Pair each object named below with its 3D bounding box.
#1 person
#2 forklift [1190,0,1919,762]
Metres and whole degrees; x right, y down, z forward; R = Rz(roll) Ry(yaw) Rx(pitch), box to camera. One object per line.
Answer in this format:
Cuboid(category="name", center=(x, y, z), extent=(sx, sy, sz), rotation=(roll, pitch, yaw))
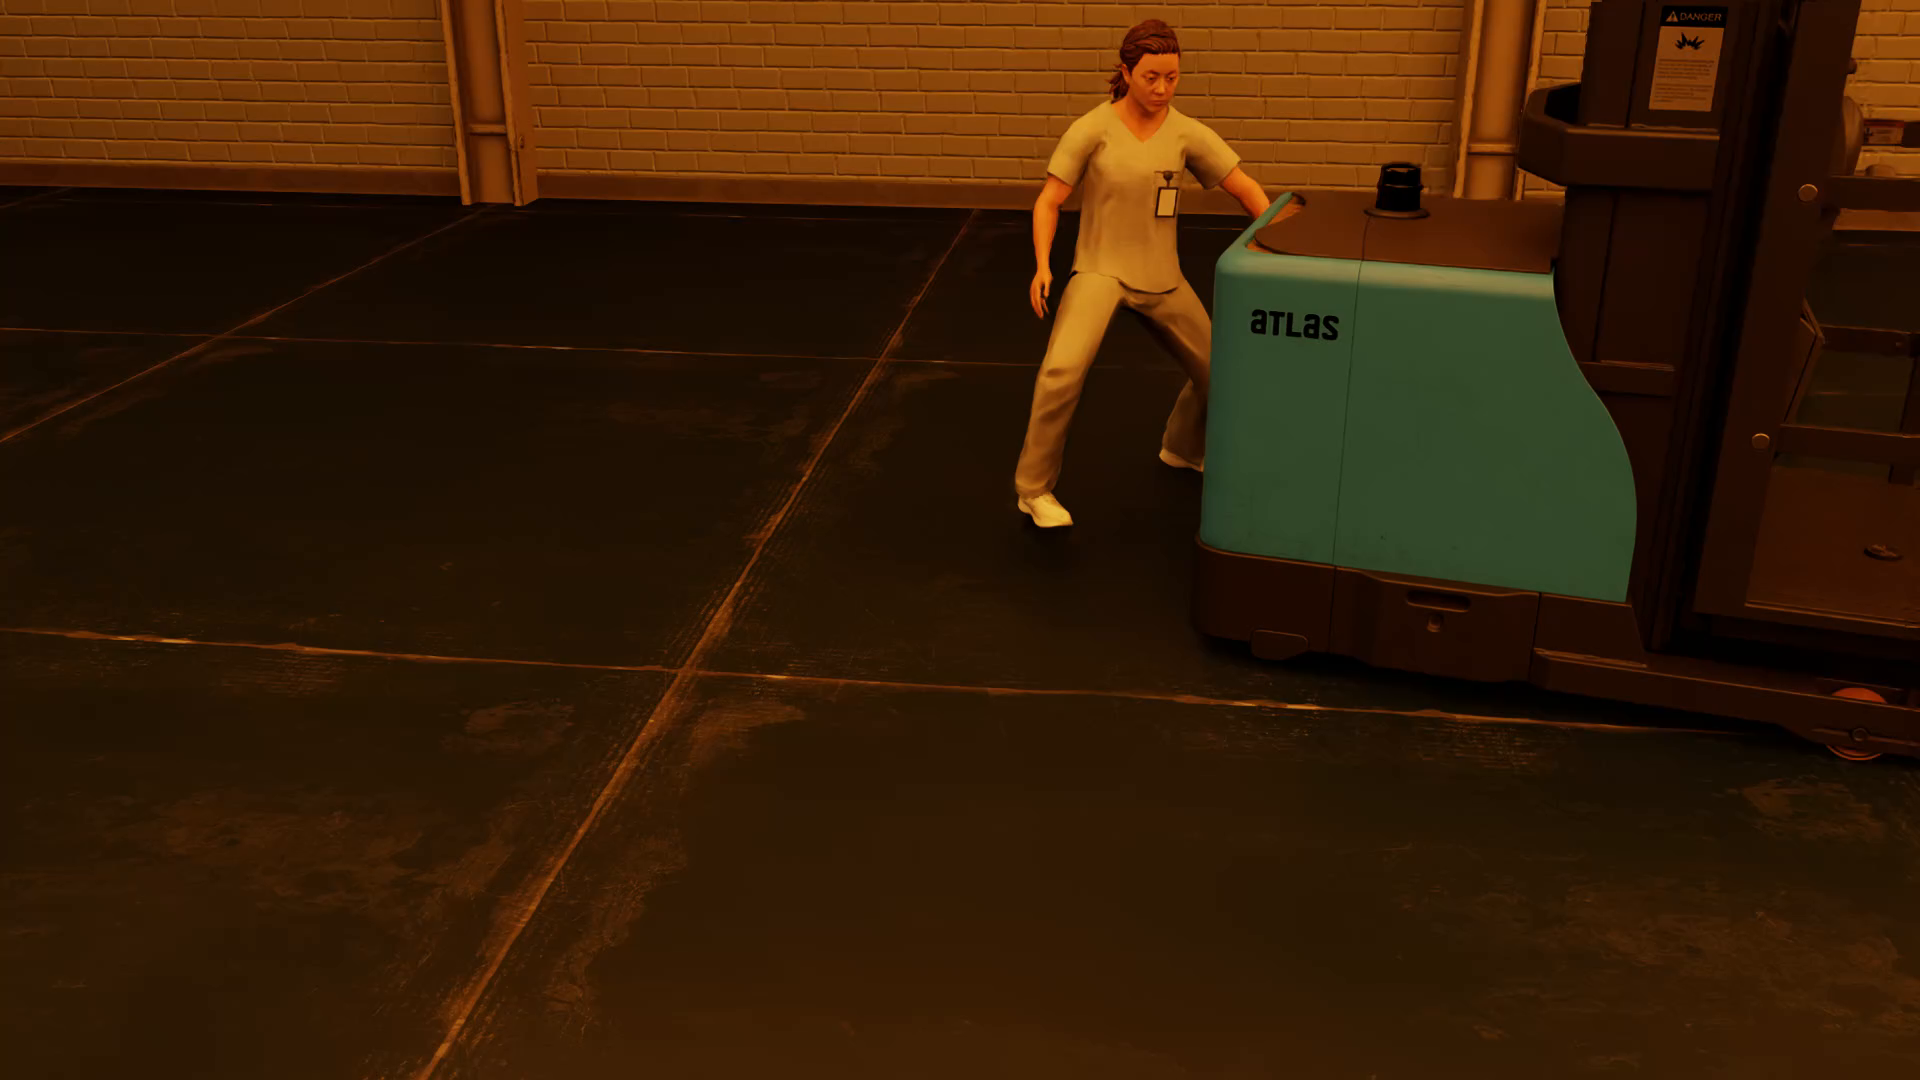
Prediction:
Cuboid(category="person", center=(0.582, -0.814, 5.204), extent=(0.900, 1.554, 0.795), rotation=(-3, 22, -8))
Cuboid(category="forklift", center=(2.187, -1.043, 3.842), extent=(3.031, 2.935, 1.130), rotation=(8, 23, 18))
